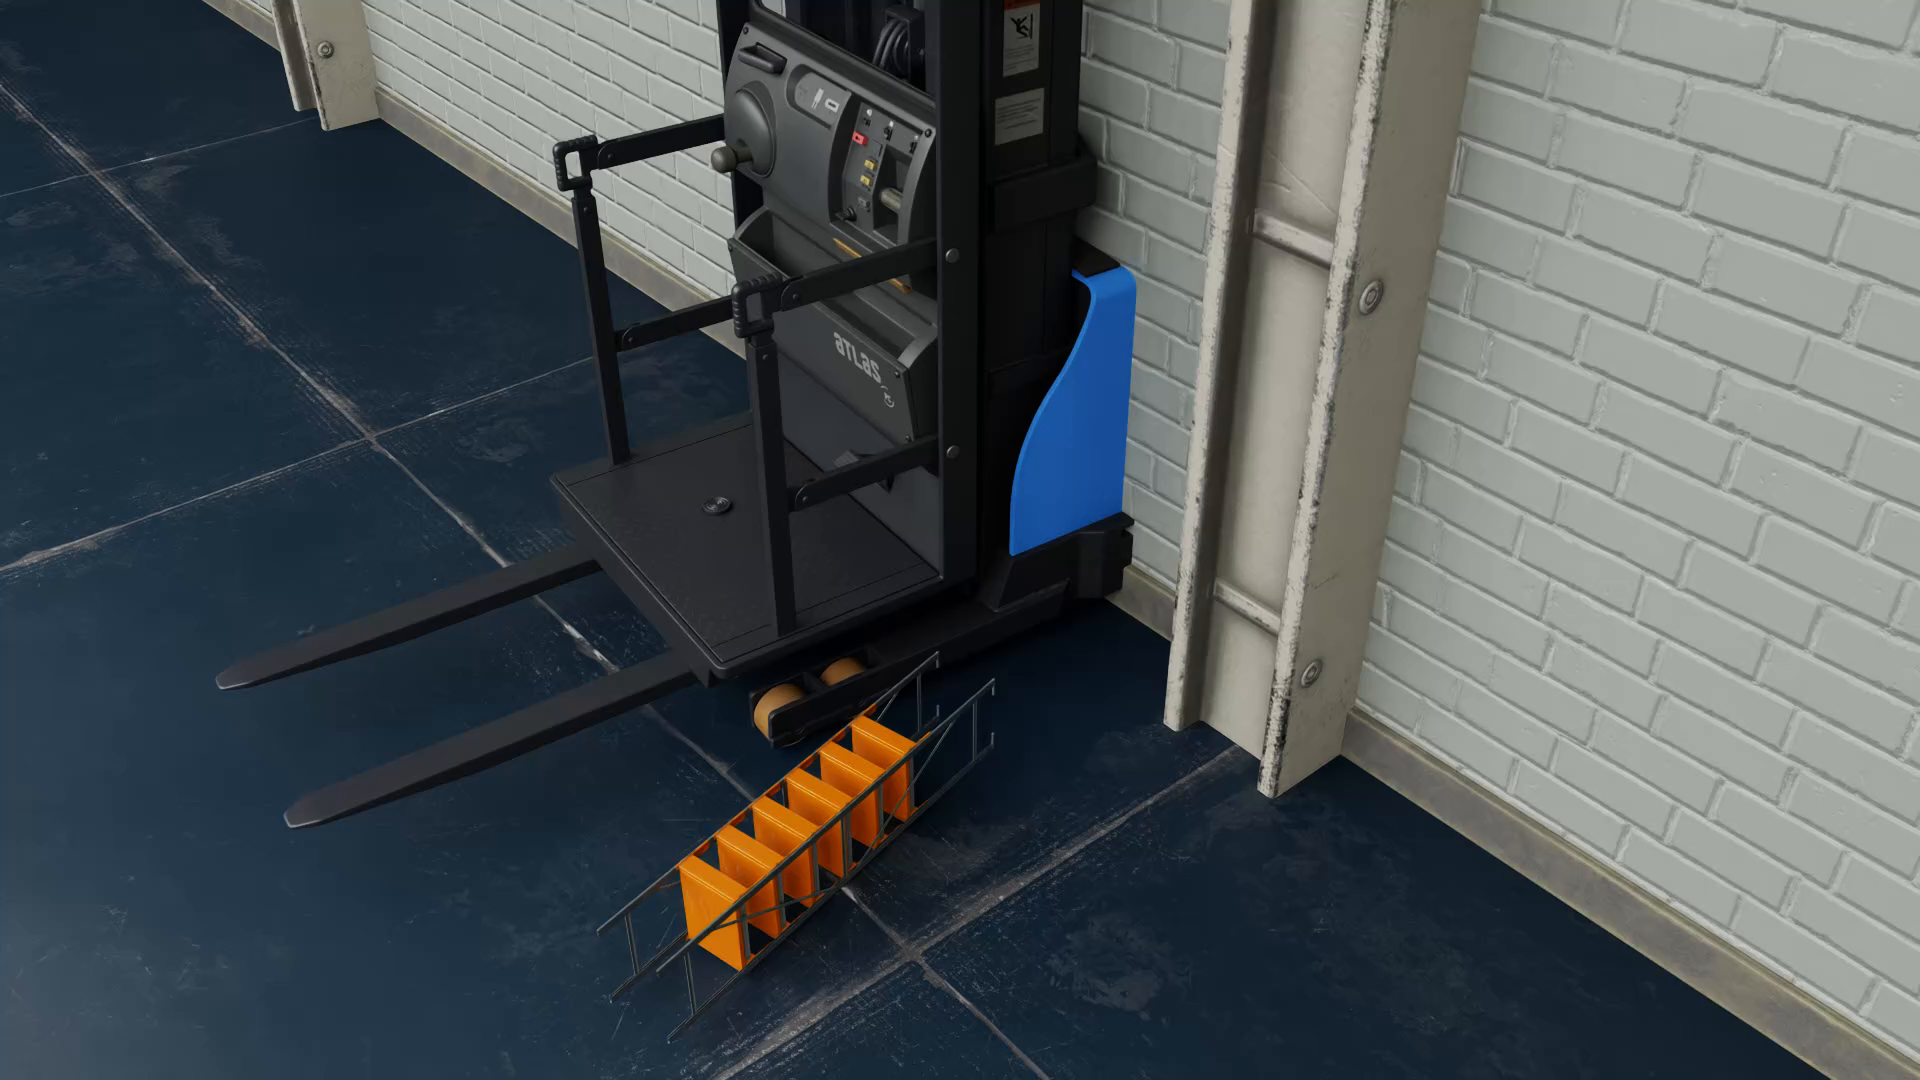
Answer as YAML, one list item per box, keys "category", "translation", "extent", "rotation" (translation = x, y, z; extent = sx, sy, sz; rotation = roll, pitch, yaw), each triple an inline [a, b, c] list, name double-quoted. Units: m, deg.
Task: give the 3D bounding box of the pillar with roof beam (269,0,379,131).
- category: "pillar with roof beam"
  translation: [-6.363, -4.189, 3.379]
  extent: [9.100, 9.000, 0.400]
  rotation: [-26, 43, -32]

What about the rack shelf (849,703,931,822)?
- category: "rack shelf"
  translation: [-0.175, 0.567, 4.194]
  extent: [0.180, 0.258, 0.103]
  rotation: [24, 42, 30]

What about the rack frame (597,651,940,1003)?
- category: "rack frame"
  translation: [-0.420, 0.666, 4.055]
  extent: [0.006, 0.240, 1.200]
  rotation: [24, 42, 30]

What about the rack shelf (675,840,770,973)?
- category: "rack shelf"
  translation: [-0.539, 0.843, 3.805]
  extent: [0.180, 0.258, 0.103]
  rotation: [24, 42, 30]

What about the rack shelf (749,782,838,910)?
- category: "rack shelf"
  translation: [-0.393, 0.733, 3.961]
  extent: [0.180, 0.258, 0.103]
  rotation: [24, 42, 30]

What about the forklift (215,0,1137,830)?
- category: "forklift"
  translation: [-0.517, -0.991, 4.113]
  extent: [3.031, 2.935, 1.130]
  rotation: [-22, 41, -28]

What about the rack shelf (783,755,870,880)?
- category: "rack shelf"
  translation: [-0.320, 0.678, 4.039]
  extent: [0.180, 0.258, 0.103]
  rotation: [24, 42, 30]

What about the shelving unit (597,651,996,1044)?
- category: "shelving unit"
  translation: [-0.347, 0.698, 4.010]
  extent: [0.189, 0.258, 1.200]
  rotation: [24, 42, 30]

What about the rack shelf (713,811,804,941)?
- category: "rack shelf"
  translation: [-0.466, 0.788, 3.883]
  extent: [0.180, 0.258, 0.103]
  rotation: [24, 42, 30]

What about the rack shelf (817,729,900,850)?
- category: "rack shelf"
  translation: [-0.248, 0.622, 4.116]
  extent: [0.180, 0.258, 0.103]
  rotation: [24, 42, 30]

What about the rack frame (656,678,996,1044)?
- category: "rack frame"
  translation: [-0.274, 0.730, 3.965]
  extent: [0.006, 0.240, 1.200]
  rotation: [24, 42, 30]
